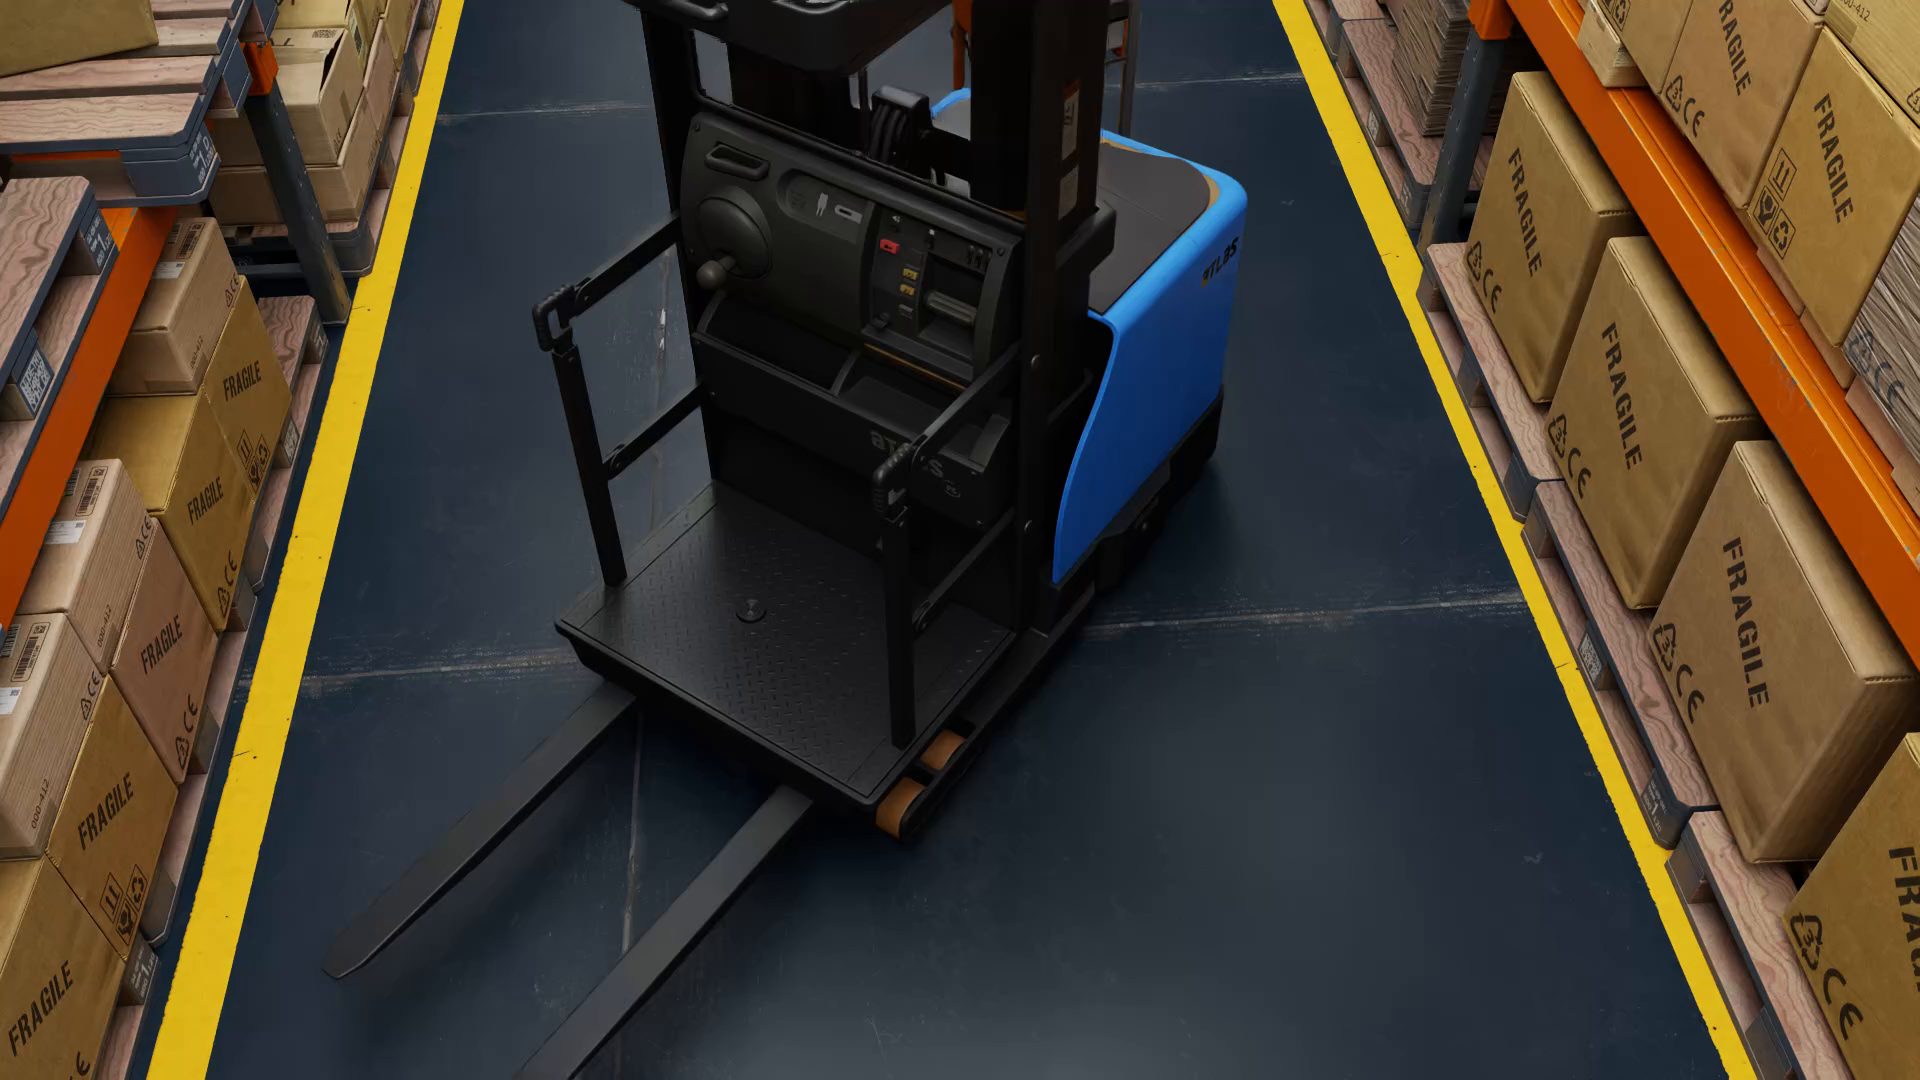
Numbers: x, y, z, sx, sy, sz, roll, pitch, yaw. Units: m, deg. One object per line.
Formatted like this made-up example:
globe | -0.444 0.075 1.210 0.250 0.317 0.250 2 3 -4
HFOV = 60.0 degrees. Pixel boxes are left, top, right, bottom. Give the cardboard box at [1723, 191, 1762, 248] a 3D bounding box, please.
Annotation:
cardboard box | 2.160 -0.857 4.155 0.380 0.149 0.250 -3 47 -3

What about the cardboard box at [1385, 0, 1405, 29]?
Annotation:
cardboard box | 2.188 -2.308 6.788 0.700 0.500 0.500 -4 47 -3

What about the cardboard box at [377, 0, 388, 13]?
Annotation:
cardboard box | -2.552 -2.352 6.630 0.500 0.311 0.500 -5 47 -4

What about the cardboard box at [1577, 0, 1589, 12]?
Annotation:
cardboard box | 2.037 -1.604 4.862 0.380 0.149 0.250 -3 47 -3

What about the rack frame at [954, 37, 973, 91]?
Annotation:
rack frame | 0.165 -1.779 5.488 0.400 2.100 0.015 -19 49 -17

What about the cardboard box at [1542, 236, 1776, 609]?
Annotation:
cardboard box | 2.226 -0.349 4.706 0.750 0.750 0.750 -4 47 -3

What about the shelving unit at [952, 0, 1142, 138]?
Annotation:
shelving unit | 0.268 -1.618 5.336 0.431 2.100 0.503 -19 49 -17

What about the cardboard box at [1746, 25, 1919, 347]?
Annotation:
cardboard box | 2.140 -0.780 3.635 0.500 0.500 0.500 -2 47 -2

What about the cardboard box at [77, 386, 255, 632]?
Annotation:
cardboard box | -2.353 -0.069 4.668 0.500 0.500 0.500 -5 47 -5

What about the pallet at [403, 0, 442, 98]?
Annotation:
pallet | -2.837 -2.334 7.315 1.003 0.211 1.213 -3 47 -3

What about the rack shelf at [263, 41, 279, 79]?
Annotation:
rack shelf | -2.876 -3.014 6.534 1.077 0.370 4.000 -3 47 -3

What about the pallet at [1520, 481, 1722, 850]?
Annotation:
pallet | 2.318 0.296 4.824 1.003 0.211 1.213 -3 47 -3

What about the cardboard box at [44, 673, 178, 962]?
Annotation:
cardboard box | -2.261 0.676 3.963 0.500 0.500 0.500 -3 47 -3

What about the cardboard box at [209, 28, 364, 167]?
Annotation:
cardboard box | -2.459 -1.603 5.921 0.500 0.311 0.500 -2 47 -2

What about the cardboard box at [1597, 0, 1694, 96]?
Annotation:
cardboard box | 2.048 -1.515 4.332 0.500 0.500 0.500 -2 47 -2

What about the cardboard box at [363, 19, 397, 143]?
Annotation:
cardboard box | -2.502 -1.774 6.469 0.500 0.250 0.500 -5 47 -4

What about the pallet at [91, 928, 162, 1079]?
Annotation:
pallet | -2.479 1.452 3.729 1.003 0.211 1.213 -3 47 -3

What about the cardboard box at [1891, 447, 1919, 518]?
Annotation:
cardboard box | 2.196 -0.112 3.449 0.380 0.149 0.250 -3 47 -3

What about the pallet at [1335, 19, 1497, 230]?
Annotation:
pallet | 2.164 -1.725 6.738 1.003 0.211 1.213 -3 47 -3

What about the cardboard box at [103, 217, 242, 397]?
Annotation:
cardboard box | -2.387 -0.661 4.712 0.500 0.250 0.500 -2 47 -2

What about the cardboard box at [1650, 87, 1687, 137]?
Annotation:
cardboard box | 2.119 -1.232 4.510 0.380 0.149 0.250 -4 47 -4

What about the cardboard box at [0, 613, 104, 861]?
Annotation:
cardboard box | -2.255 0.442 3.668 0.500 0.250 0.500 -3 47 -3

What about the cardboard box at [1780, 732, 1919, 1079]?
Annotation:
cardboard box | 2.379 0.908 3.515 0.750 0.750 0.750 -3 47 -3

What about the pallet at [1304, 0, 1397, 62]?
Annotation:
pallet | 2.065 -2.606 7.572 1.003 0.211 1.213 -3 47 -3

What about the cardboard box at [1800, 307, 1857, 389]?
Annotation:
cardboard box | 2.179 -0.487 3.804 0.380 0.149 0.250 -2 47 -2

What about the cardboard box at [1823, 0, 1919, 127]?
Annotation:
cardboard box | 2.149 -1.056 3.380 0.500 0.250 0.500 -4 47 -4

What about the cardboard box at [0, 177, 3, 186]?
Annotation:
cardboard box | -2.657 -0.871 3.651 0.700 0.500 0.500 4 47 4

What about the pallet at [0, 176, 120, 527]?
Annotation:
pallet | -2.541 -0.342 3.640 1.003 0.211 1.213 -3 47 -3

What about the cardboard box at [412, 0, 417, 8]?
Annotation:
cardboard box | -2.594 -2.521 7.176 0.500 0.250 0.500 -3 47 -2

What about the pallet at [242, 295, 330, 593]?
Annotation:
pallet | -2.683 -0.313 5.401 1.003 0.211 1.213 -3 47 -3

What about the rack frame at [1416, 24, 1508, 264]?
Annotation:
rack frame | 2.228 -2.118 5.190 1.000 3.000 0.127 -3 47 -3

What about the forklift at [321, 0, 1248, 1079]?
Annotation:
forklift | -0.405 -0.605 3.805 1.130 2.935 3.031 26 52 23

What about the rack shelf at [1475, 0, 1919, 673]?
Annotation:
rack shelf | 2.395 -0.424 4.081 1.077 0.370 4.000 -3 47 -3
